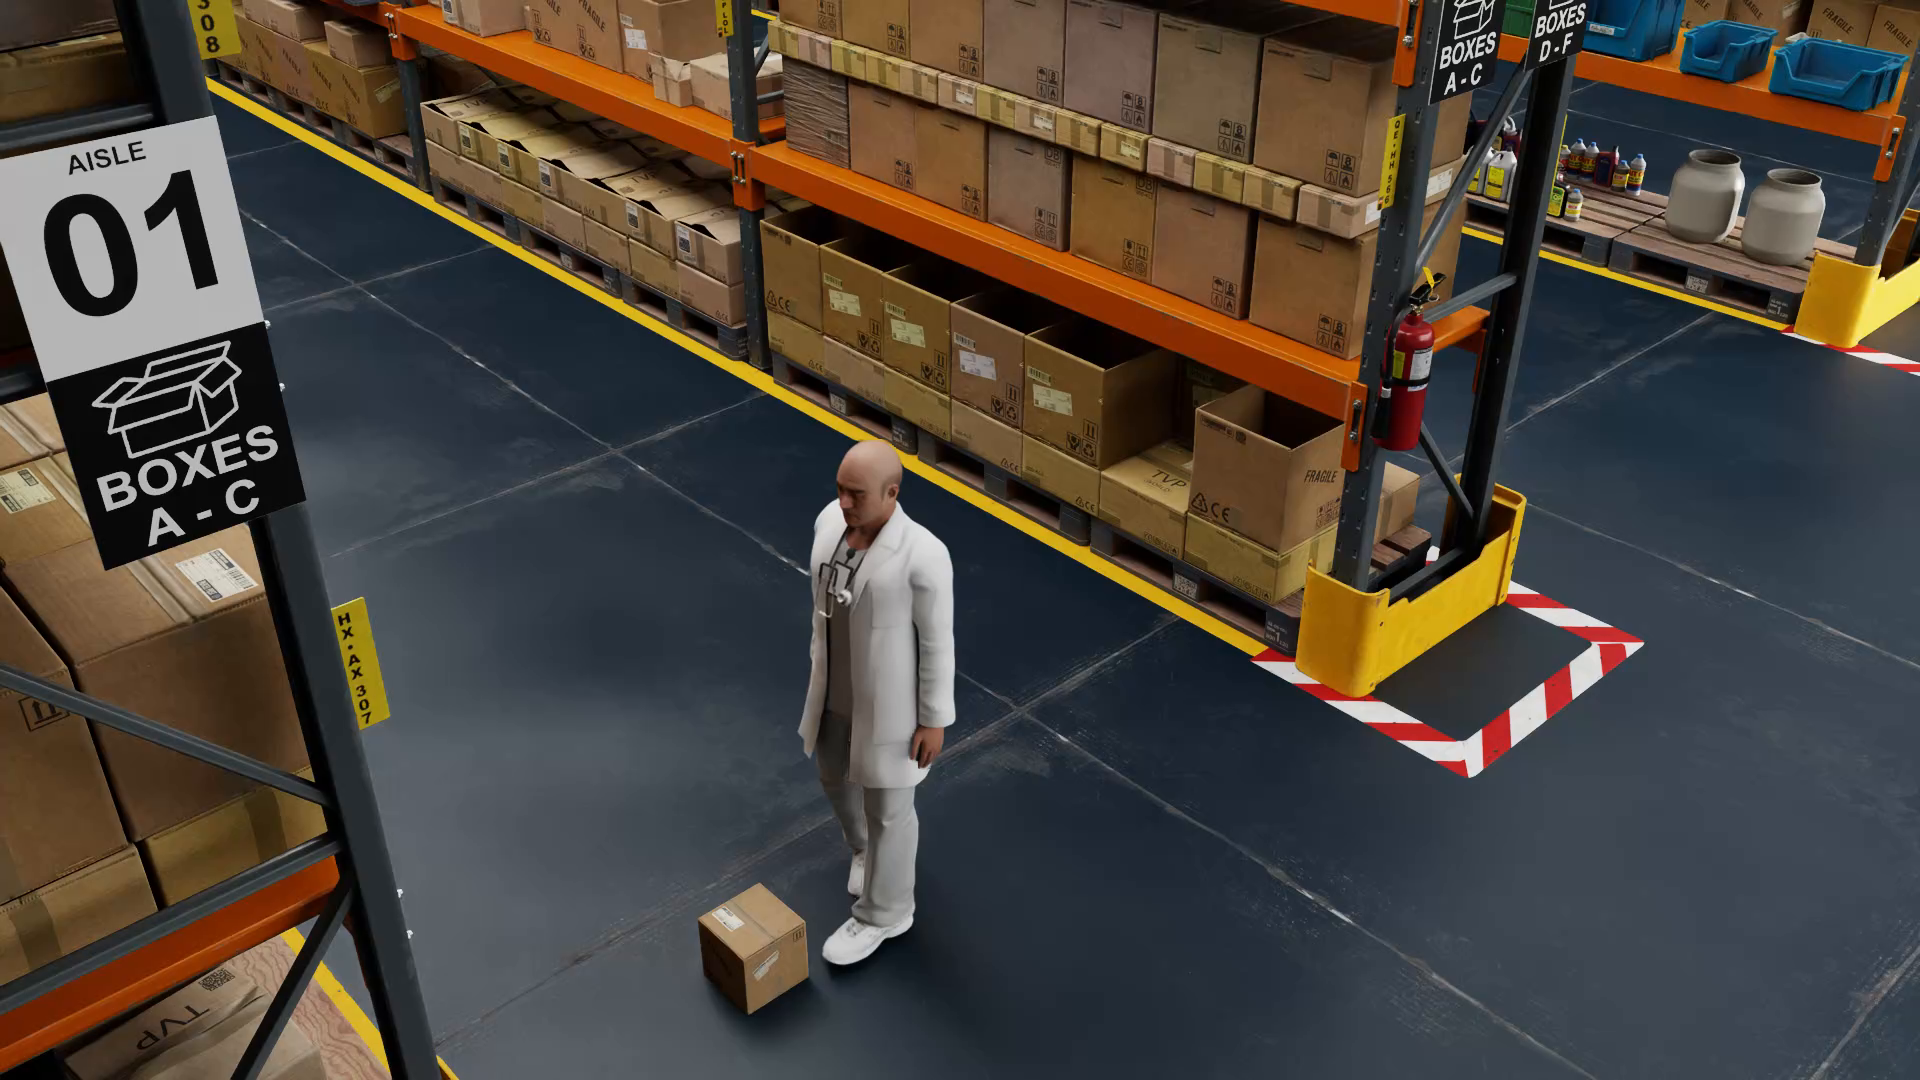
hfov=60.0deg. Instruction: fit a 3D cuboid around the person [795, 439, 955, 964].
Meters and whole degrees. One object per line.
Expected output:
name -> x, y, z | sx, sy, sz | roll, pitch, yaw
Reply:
person -> -0.305, 0.516, 5.300 | 0.618, 1.791, 0.625 | 24, 39, 34
